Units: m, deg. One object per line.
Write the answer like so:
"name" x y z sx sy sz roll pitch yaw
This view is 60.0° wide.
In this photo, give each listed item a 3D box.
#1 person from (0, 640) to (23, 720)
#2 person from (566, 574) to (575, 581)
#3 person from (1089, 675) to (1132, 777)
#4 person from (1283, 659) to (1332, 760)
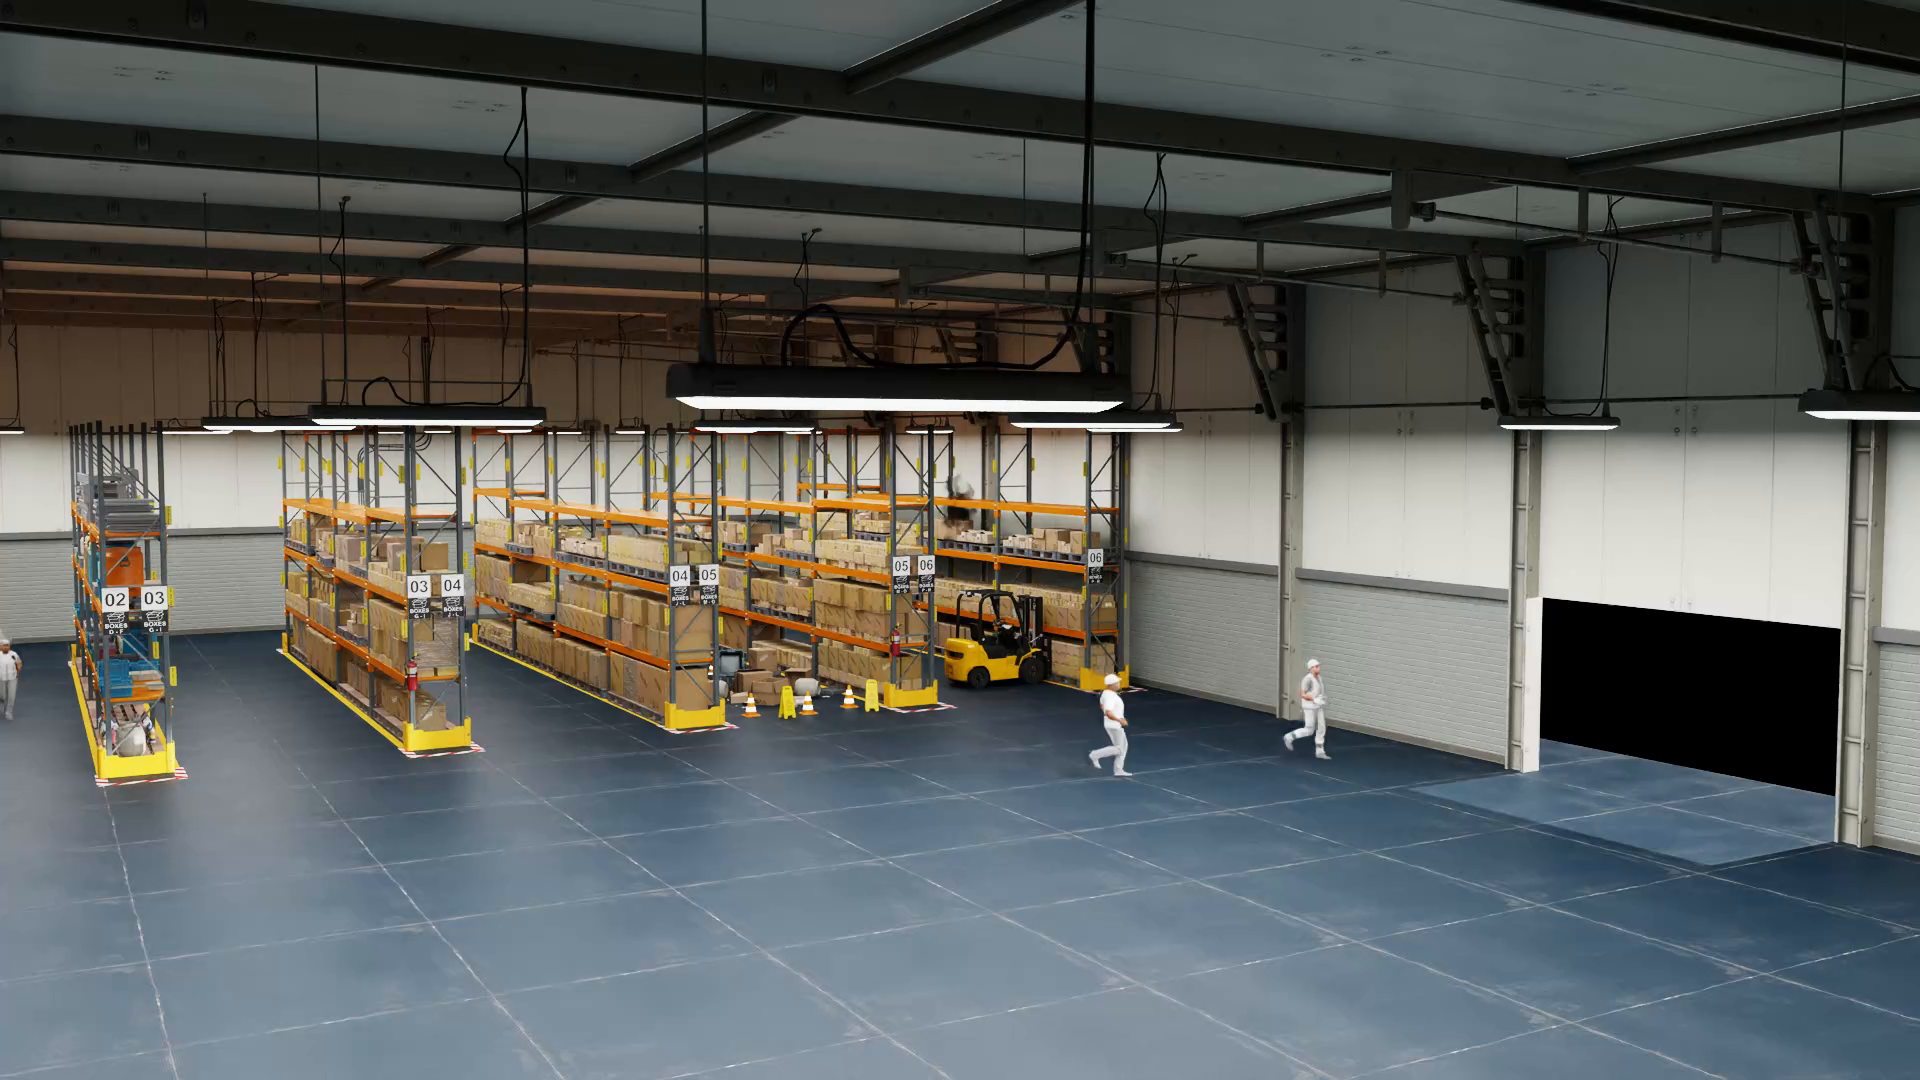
"person" -19.385 2.833 33.798 0.613 1.628 0.586 -3 4 -37
"person" -11.490 1.841 49.327 0.832 1.665 0.587 -2 4 -26
"person" 2.540 3.130 28.041 0.741 1.735 0.702 0 4 2
"person" 6.242 3.011 29.698 0.886 1.781 0.643 3 4 38
